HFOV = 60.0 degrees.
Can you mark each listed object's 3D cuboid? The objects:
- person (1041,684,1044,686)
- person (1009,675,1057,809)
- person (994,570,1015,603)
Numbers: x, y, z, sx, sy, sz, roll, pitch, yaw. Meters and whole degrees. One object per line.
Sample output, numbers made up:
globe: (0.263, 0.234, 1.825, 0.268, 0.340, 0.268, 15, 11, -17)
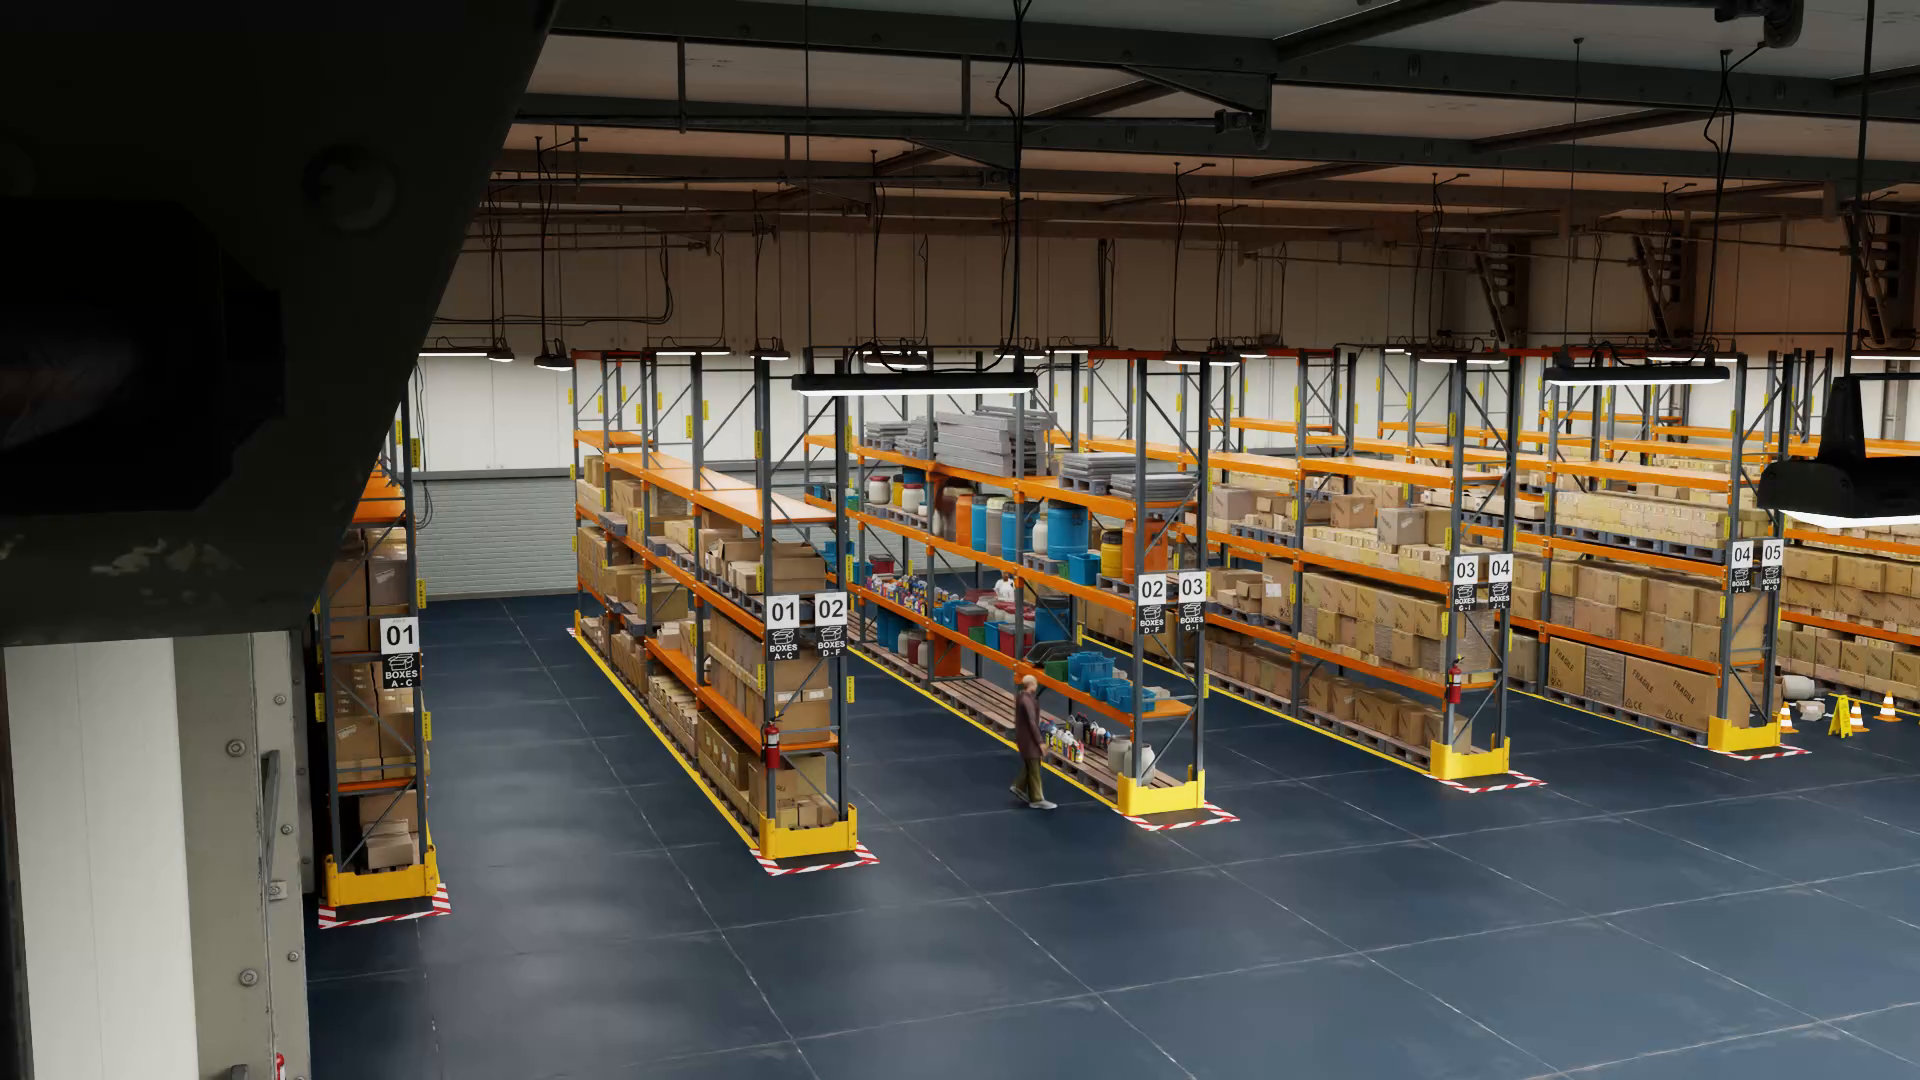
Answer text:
person: (1.455, 1.832, 29.900, 0.429, 1.532, 0.699, -4, 8, -30)
person: (0.961, 2.683, 22.284, 0.606, 1.787, 0.726, -1, 7, -8)
person: (0.928, 1.352, 33.610, 0.473, 1.611, 0.952, -3, 8, -26)
